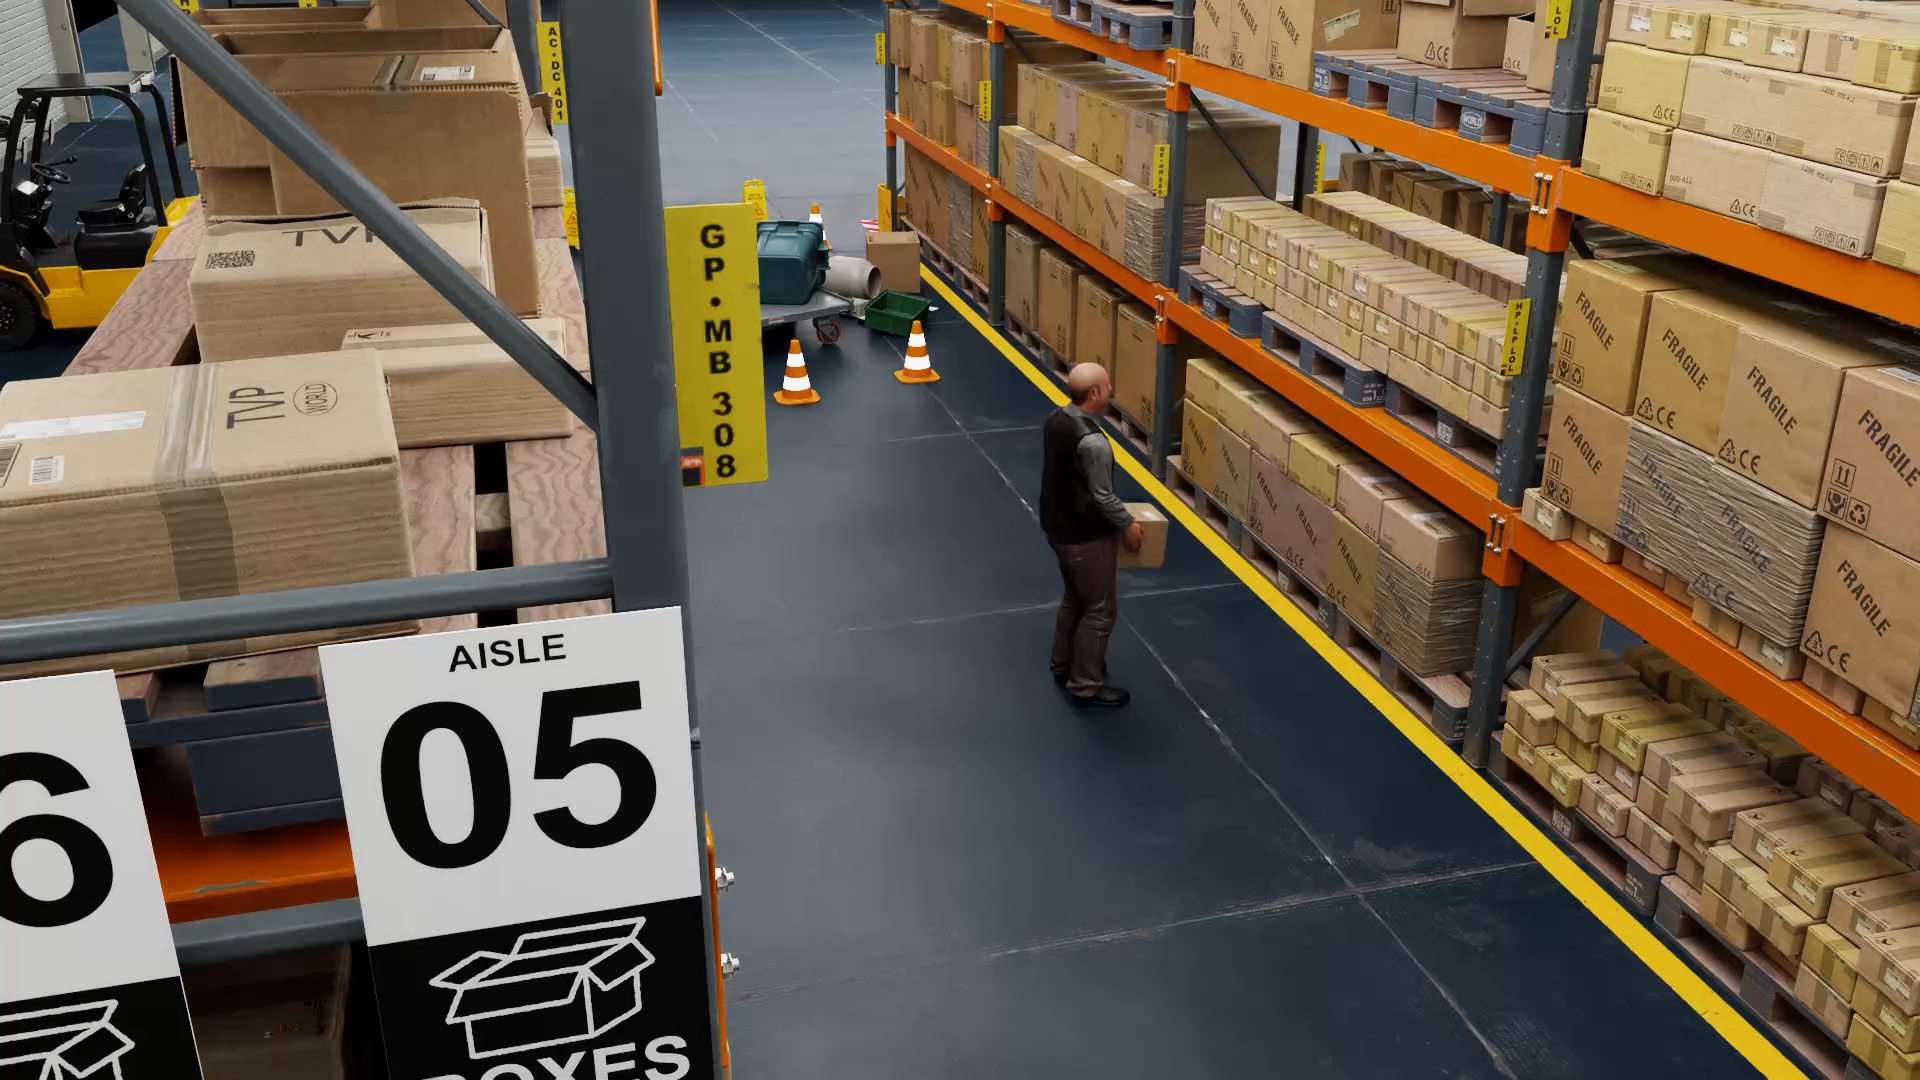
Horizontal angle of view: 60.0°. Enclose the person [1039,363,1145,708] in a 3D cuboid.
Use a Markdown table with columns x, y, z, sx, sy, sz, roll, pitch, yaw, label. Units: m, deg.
| x | y | z | sx | sy | sz | roll | pitch | yaw | label |
| --- | --- | --- | --- | --- | --- | --- | --- | --- | --- |
| 0.637 | -0.042 | 8.216 | 0.482 | 1.728 | 0.544 | -7 | 24 | -15 | person |
